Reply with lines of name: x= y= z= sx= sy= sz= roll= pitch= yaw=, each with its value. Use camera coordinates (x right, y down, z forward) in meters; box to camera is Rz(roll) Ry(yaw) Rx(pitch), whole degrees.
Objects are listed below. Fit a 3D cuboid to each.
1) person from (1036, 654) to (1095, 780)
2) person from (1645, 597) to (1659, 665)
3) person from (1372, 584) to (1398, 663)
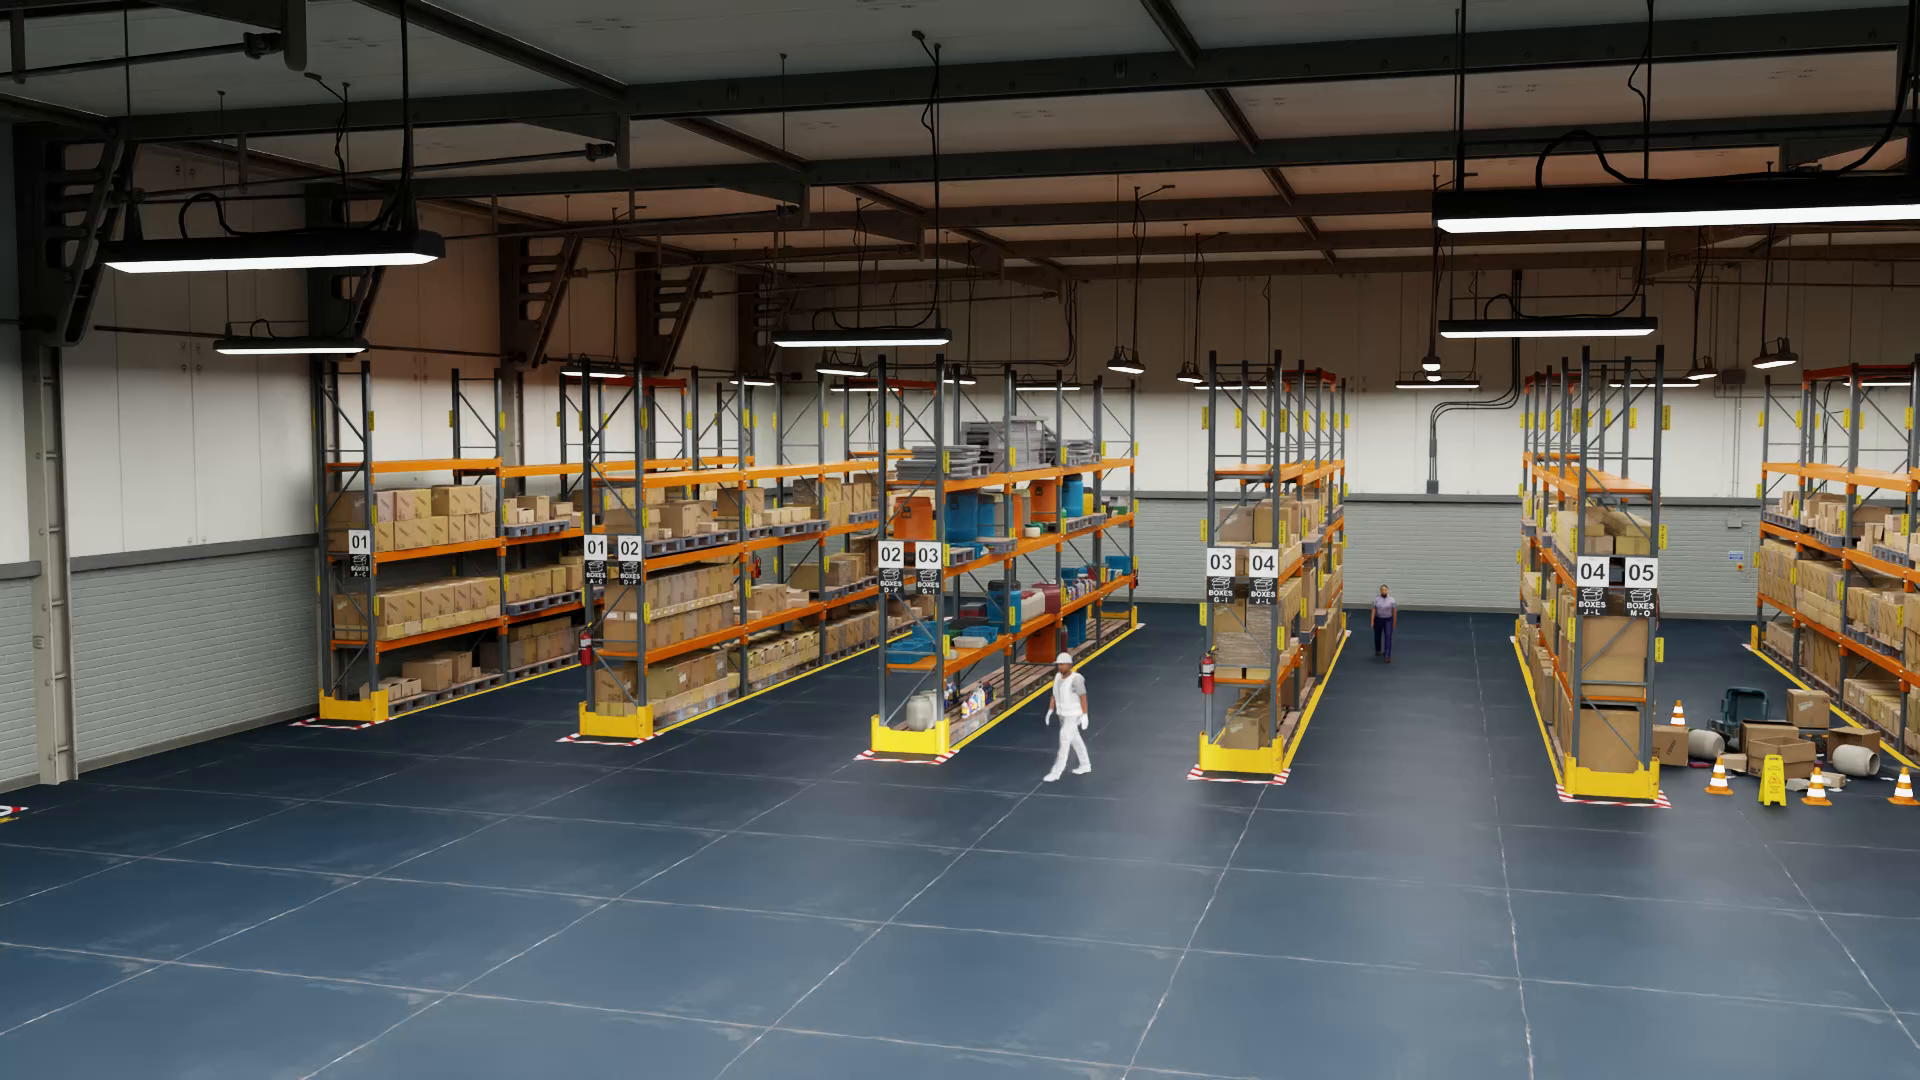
person: x=1.449 y=2.449 z=23.248 sx=1.034 sy=1.723 sz=0.581 roll=-1 pitch=4 yaw=-20
person: x=14.082 y=1.699 z=34.221 sx=0.640 sy=1.844 sz=0.416 roll=-1 pitch=4 yaw=-17
person: x=8.828 y=1.715 z=34.562 sx=0.513 sy=1.593 sz=0.859 roll=1 pitch=4 yaw=16
